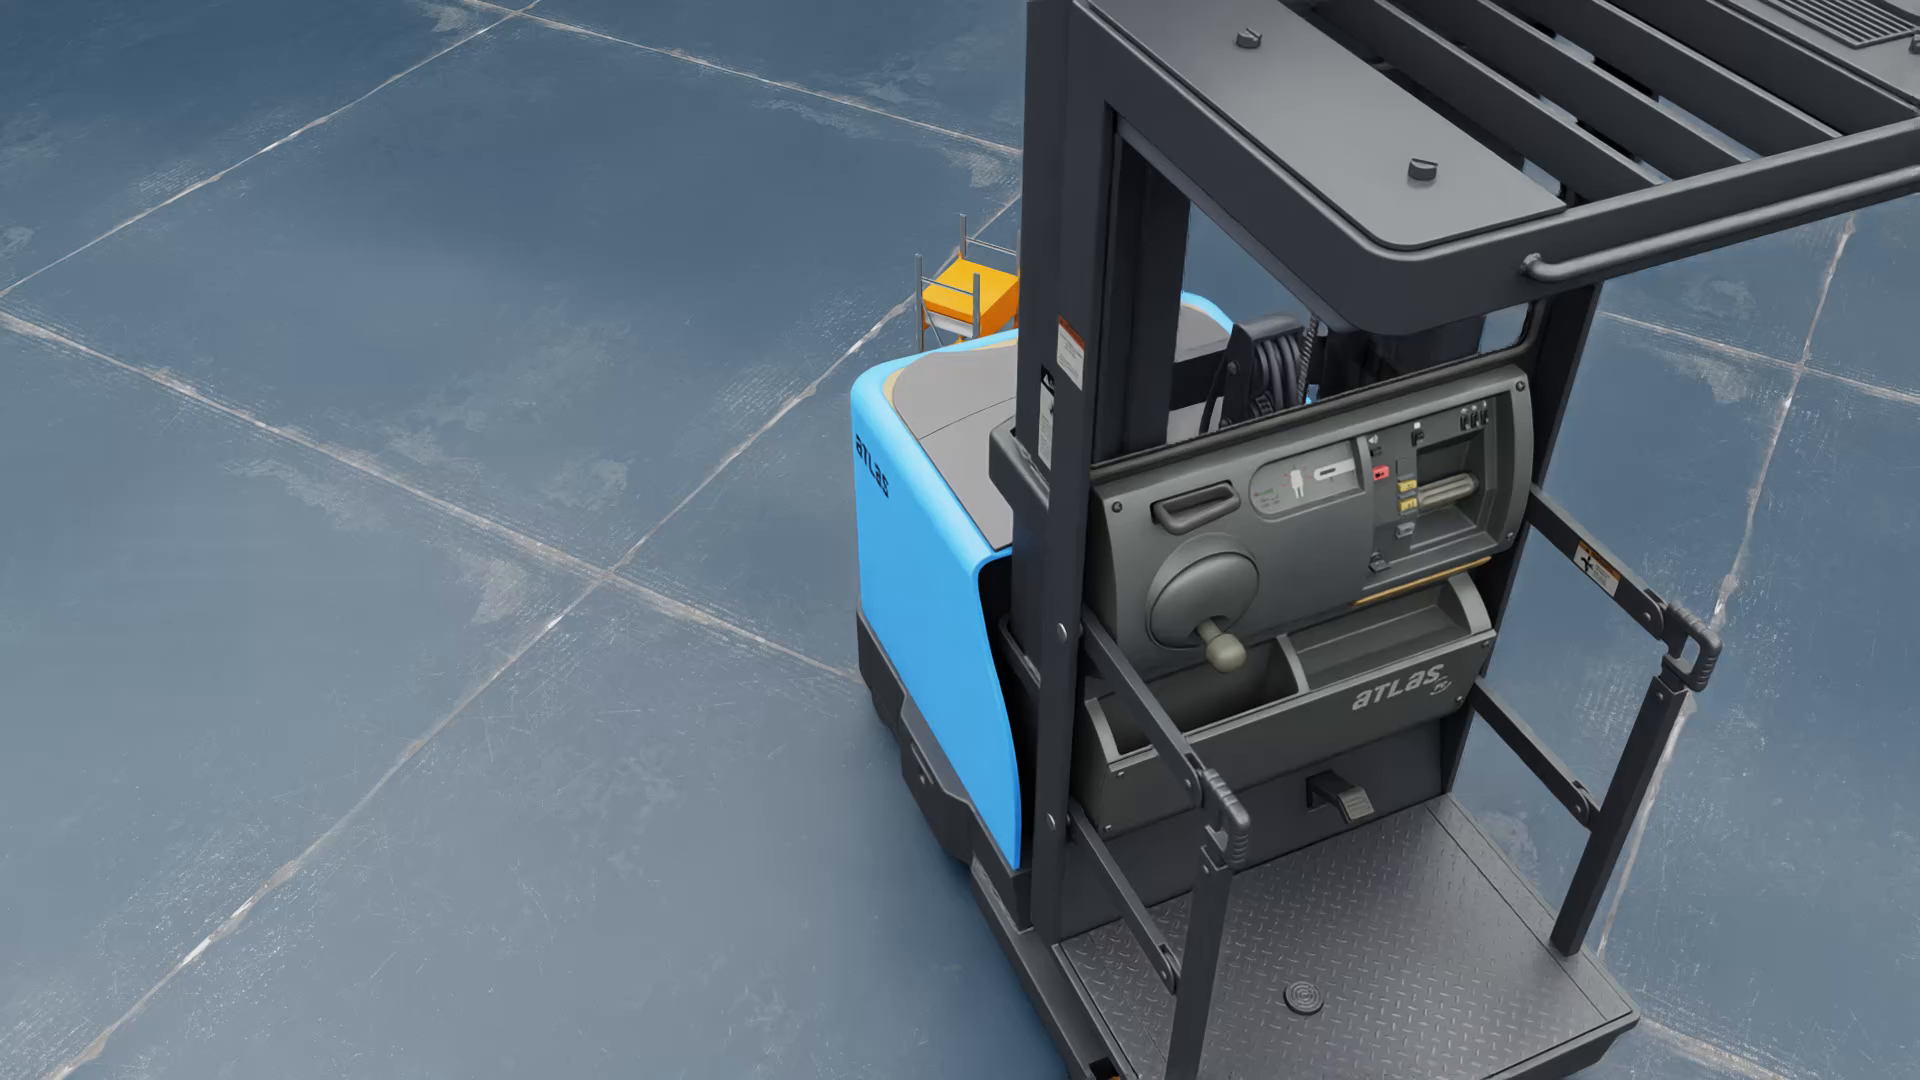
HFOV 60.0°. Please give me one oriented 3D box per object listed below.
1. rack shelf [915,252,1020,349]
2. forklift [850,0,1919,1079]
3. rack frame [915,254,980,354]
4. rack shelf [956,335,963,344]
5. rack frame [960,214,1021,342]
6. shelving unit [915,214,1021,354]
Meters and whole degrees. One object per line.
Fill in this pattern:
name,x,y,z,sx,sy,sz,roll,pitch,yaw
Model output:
rack shelf,0.027,-0.630,4.757,0.215,0.259,0.240,21,45,22
forklift,0.778,0.044,2.983,1.130,2.935,3.031,-17,44,-18
rack frame,-0.034,-0.355,4.859,0.200,1.050,0.008,21,45,22
rack shelf,0.027,-0.417,4.945,0.215,0.259,0.240,21,45,22
rack frame,0.088,-0.494,5.017,0.200,1.050,0.008,21,45,22
shelving unit,0.027,-0.425,4.938,0.215,1.050,0.252,21,45,22
